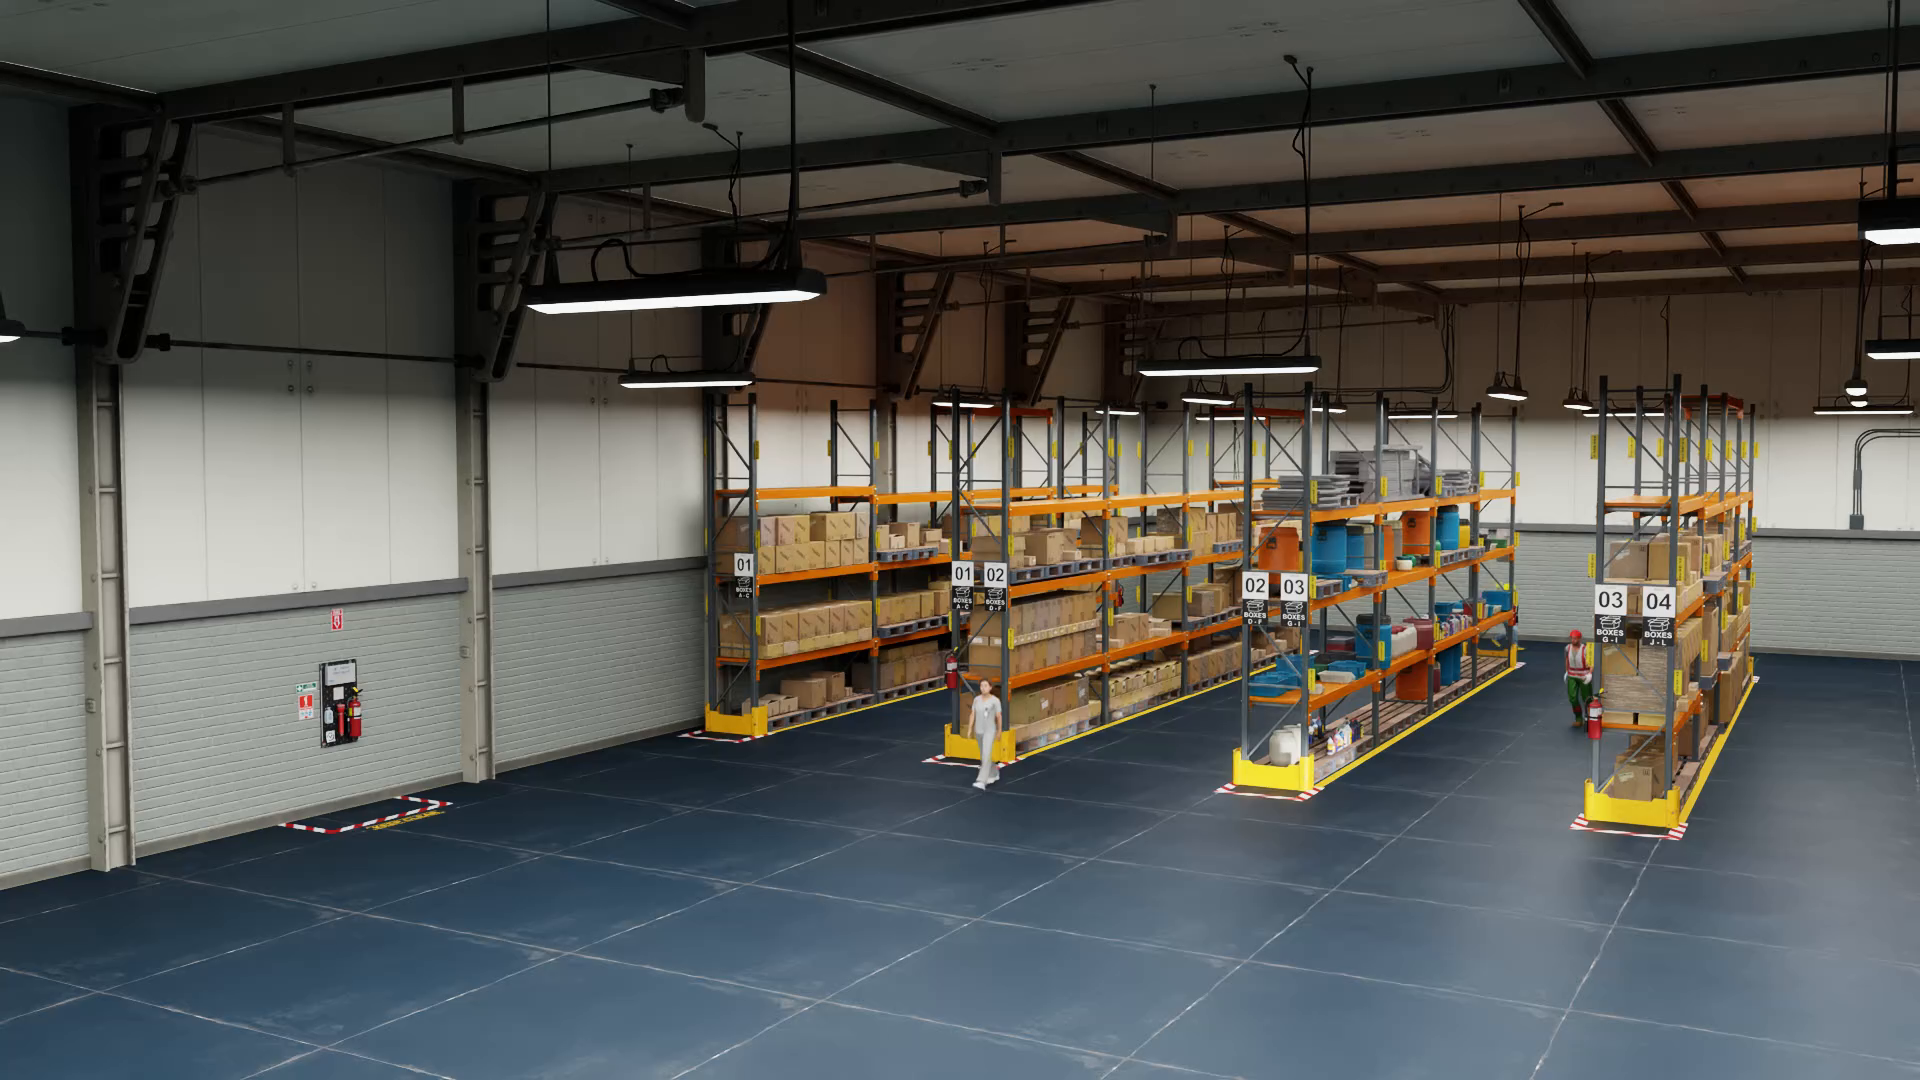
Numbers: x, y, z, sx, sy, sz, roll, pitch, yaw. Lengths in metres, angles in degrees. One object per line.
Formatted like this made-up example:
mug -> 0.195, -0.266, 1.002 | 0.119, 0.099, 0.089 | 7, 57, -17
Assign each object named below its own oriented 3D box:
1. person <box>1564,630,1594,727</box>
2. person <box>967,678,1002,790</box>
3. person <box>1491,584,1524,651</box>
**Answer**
person -> 11.311, 2.493, 30.273 | 0.606, 1.757, 0.740 | 3, 4, 42
person -> 0.354, 2.849, 24.556 | 0.481, 1.611, 1.031 | 2, 4, 37
person -> 13.710, 1.927, 41.636 | 0.564, 1.657, 1.015 | -2, 4, -38
